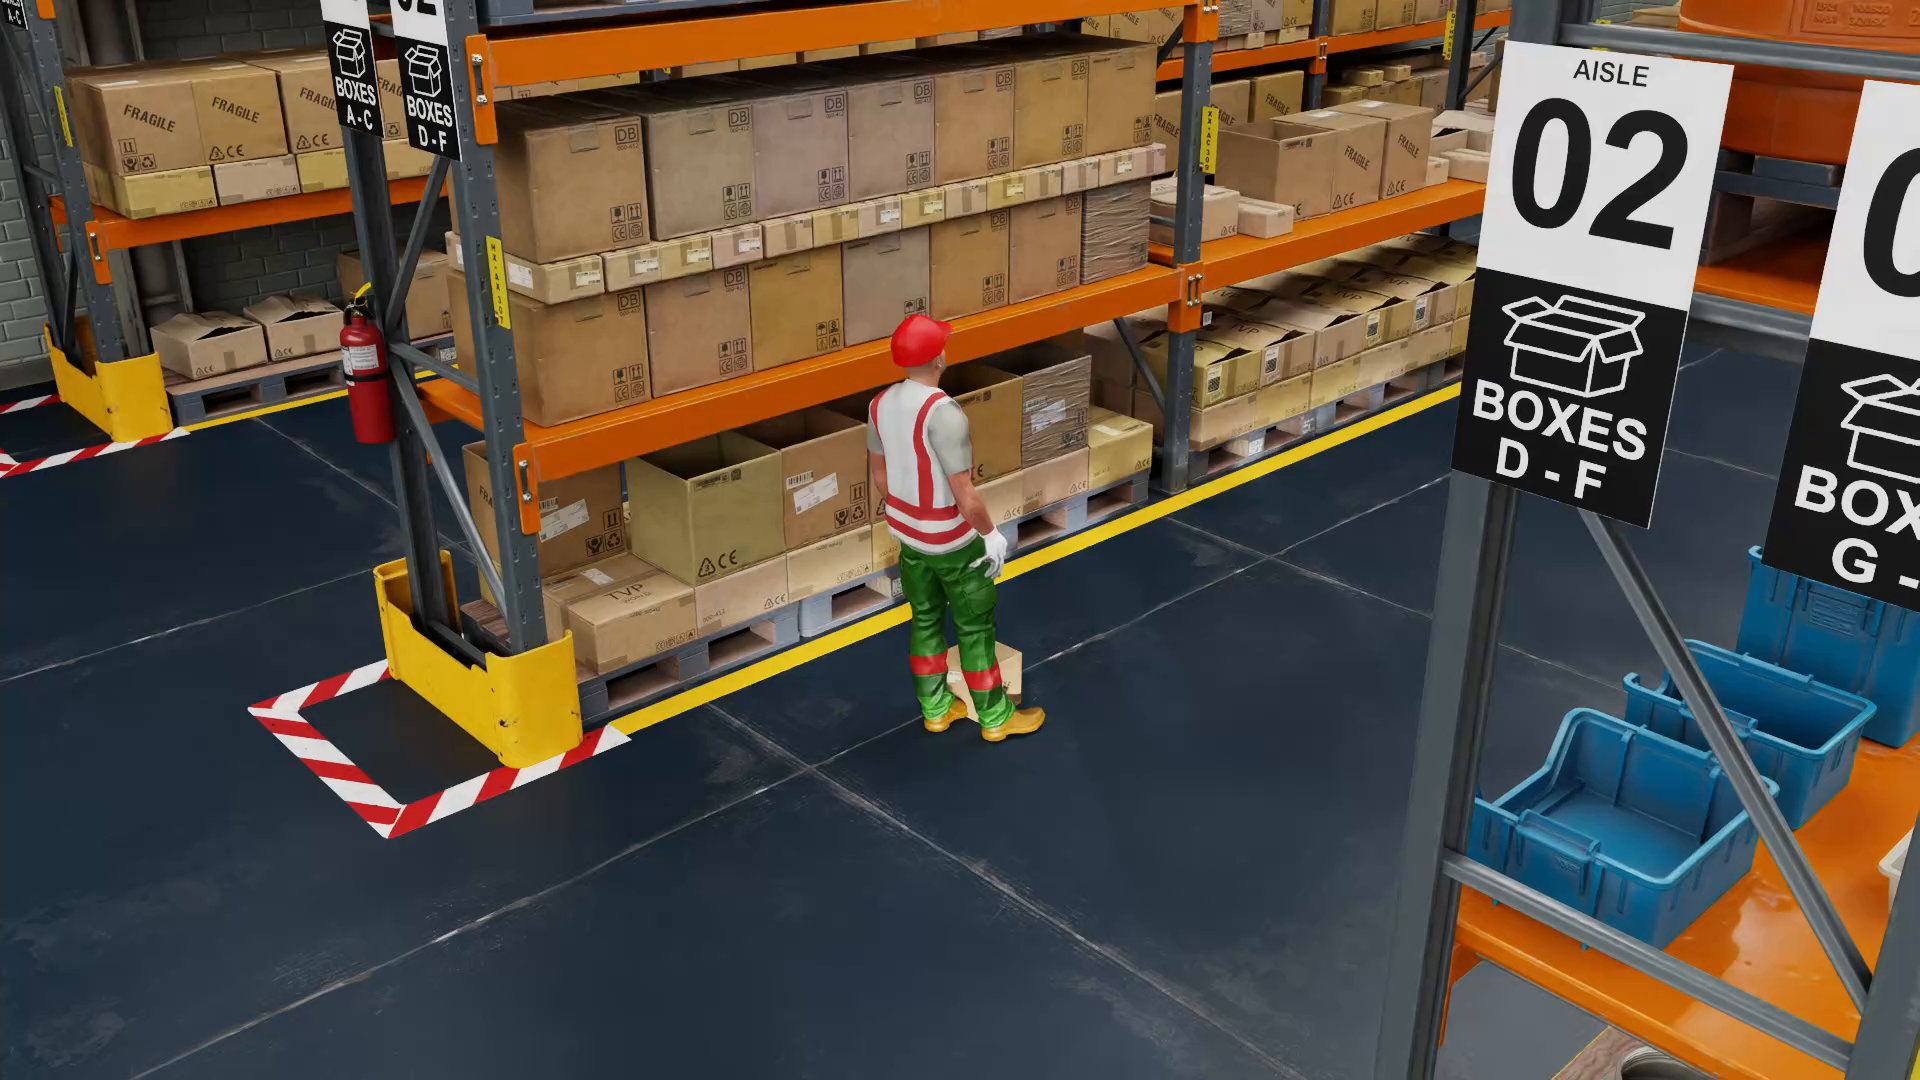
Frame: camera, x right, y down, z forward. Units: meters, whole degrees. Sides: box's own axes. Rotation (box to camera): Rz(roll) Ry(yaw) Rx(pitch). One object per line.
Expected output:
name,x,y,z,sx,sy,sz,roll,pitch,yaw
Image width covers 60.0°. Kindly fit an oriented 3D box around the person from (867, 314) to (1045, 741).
person,-0.029,-0.053,6.667,0.564,1.787,0.638,-21,31,-39
